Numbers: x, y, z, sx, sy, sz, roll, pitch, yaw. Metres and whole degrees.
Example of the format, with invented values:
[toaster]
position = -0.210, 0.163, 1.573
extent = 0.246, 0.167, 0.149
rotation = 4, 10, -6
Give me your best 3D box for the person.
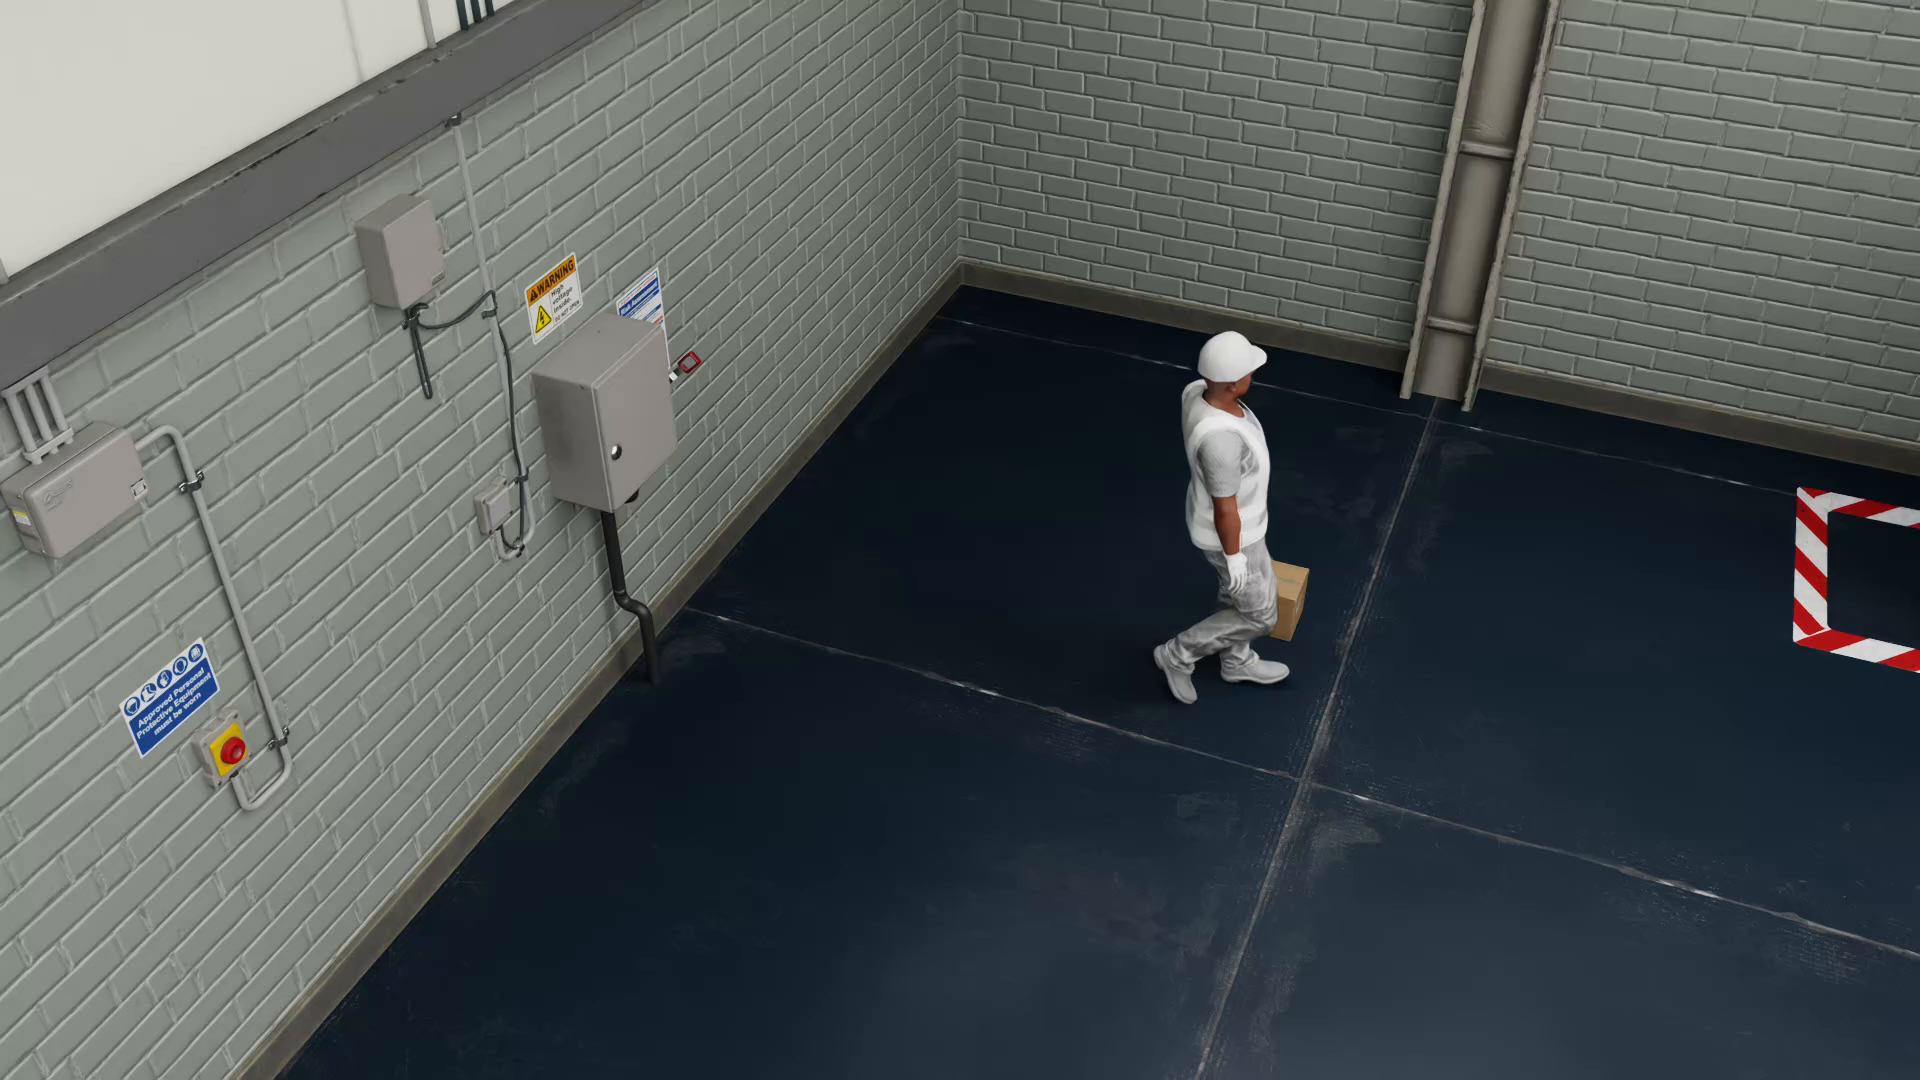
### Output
[person]
position = 1.155, -0.068, 6.881
extent = 0.634, 1.772, 0.592
rotation = 1, 37, 1
